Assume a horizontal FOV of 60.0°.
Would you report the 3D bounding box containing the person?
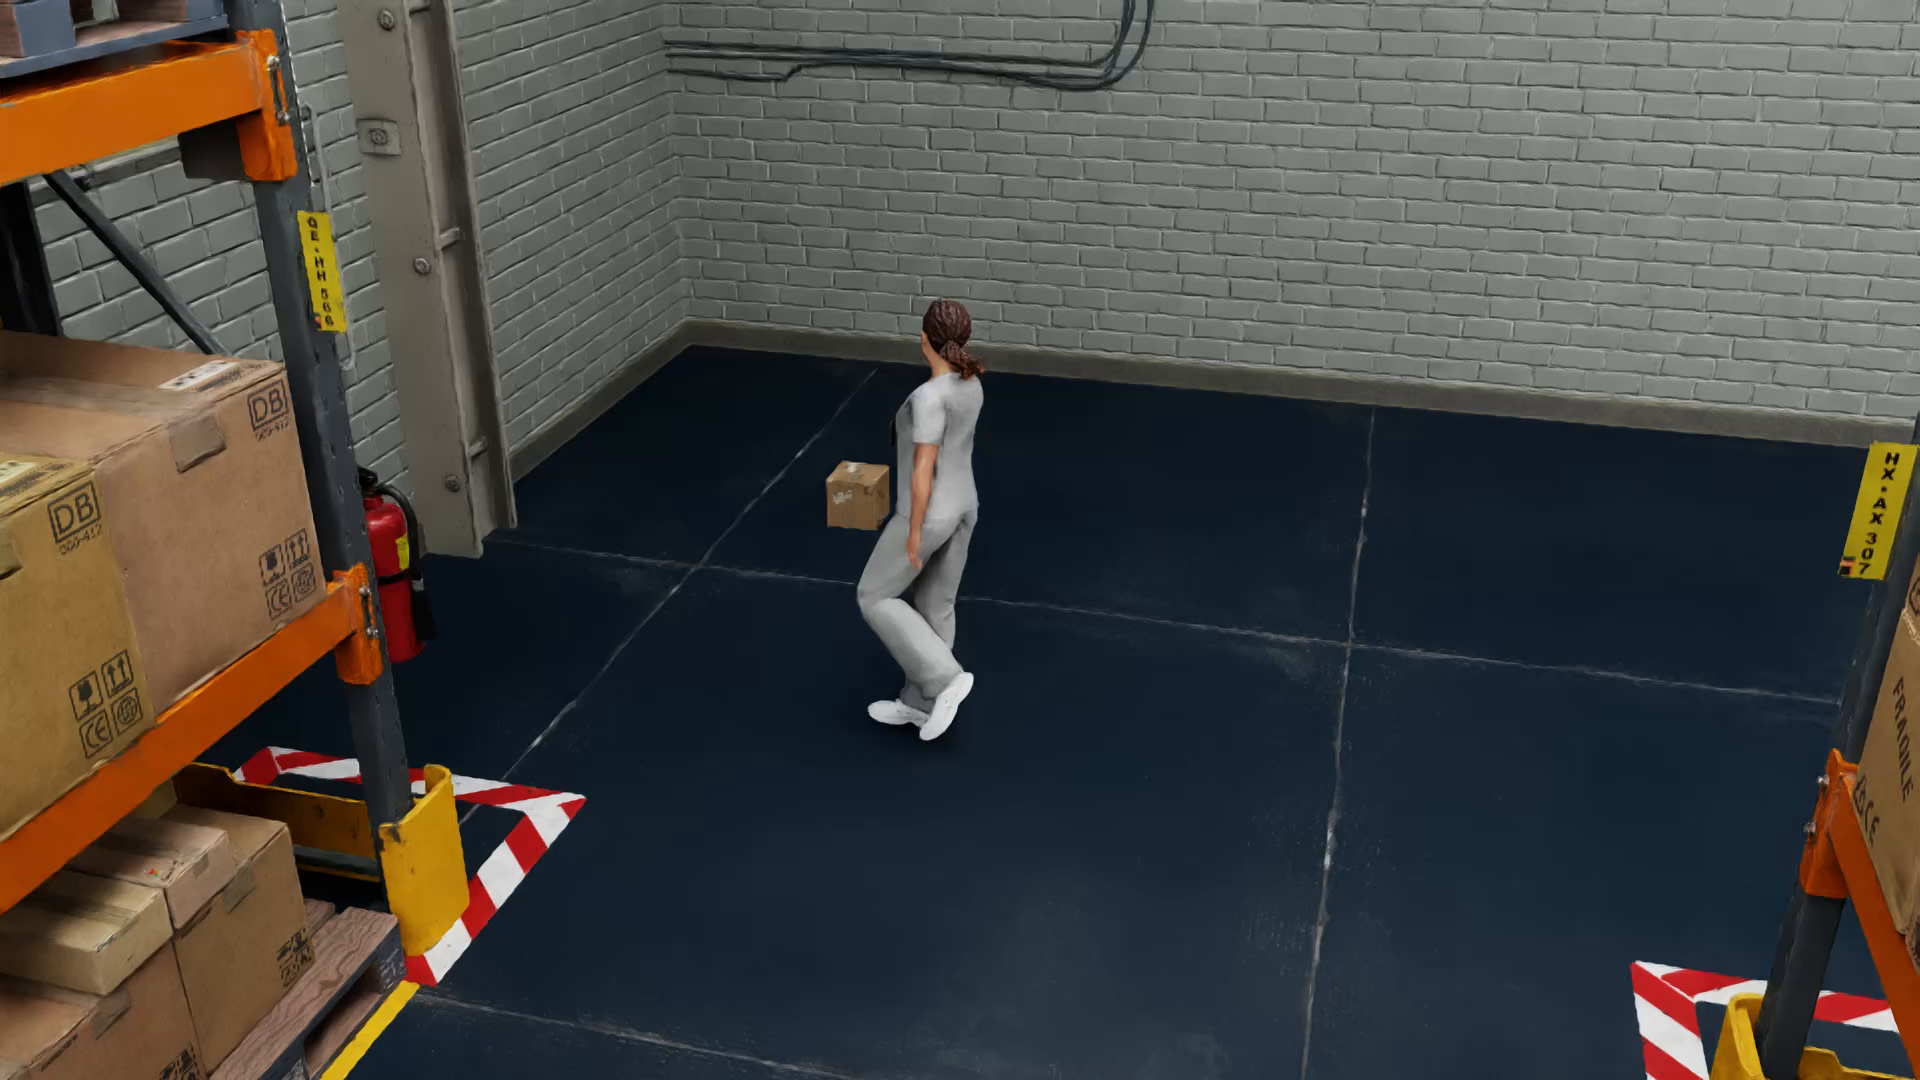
[{"bbox_3d":[-0.099,-0.059,6.244,0.499,1.638,0.650,12,28,24],"label":"person"}]
